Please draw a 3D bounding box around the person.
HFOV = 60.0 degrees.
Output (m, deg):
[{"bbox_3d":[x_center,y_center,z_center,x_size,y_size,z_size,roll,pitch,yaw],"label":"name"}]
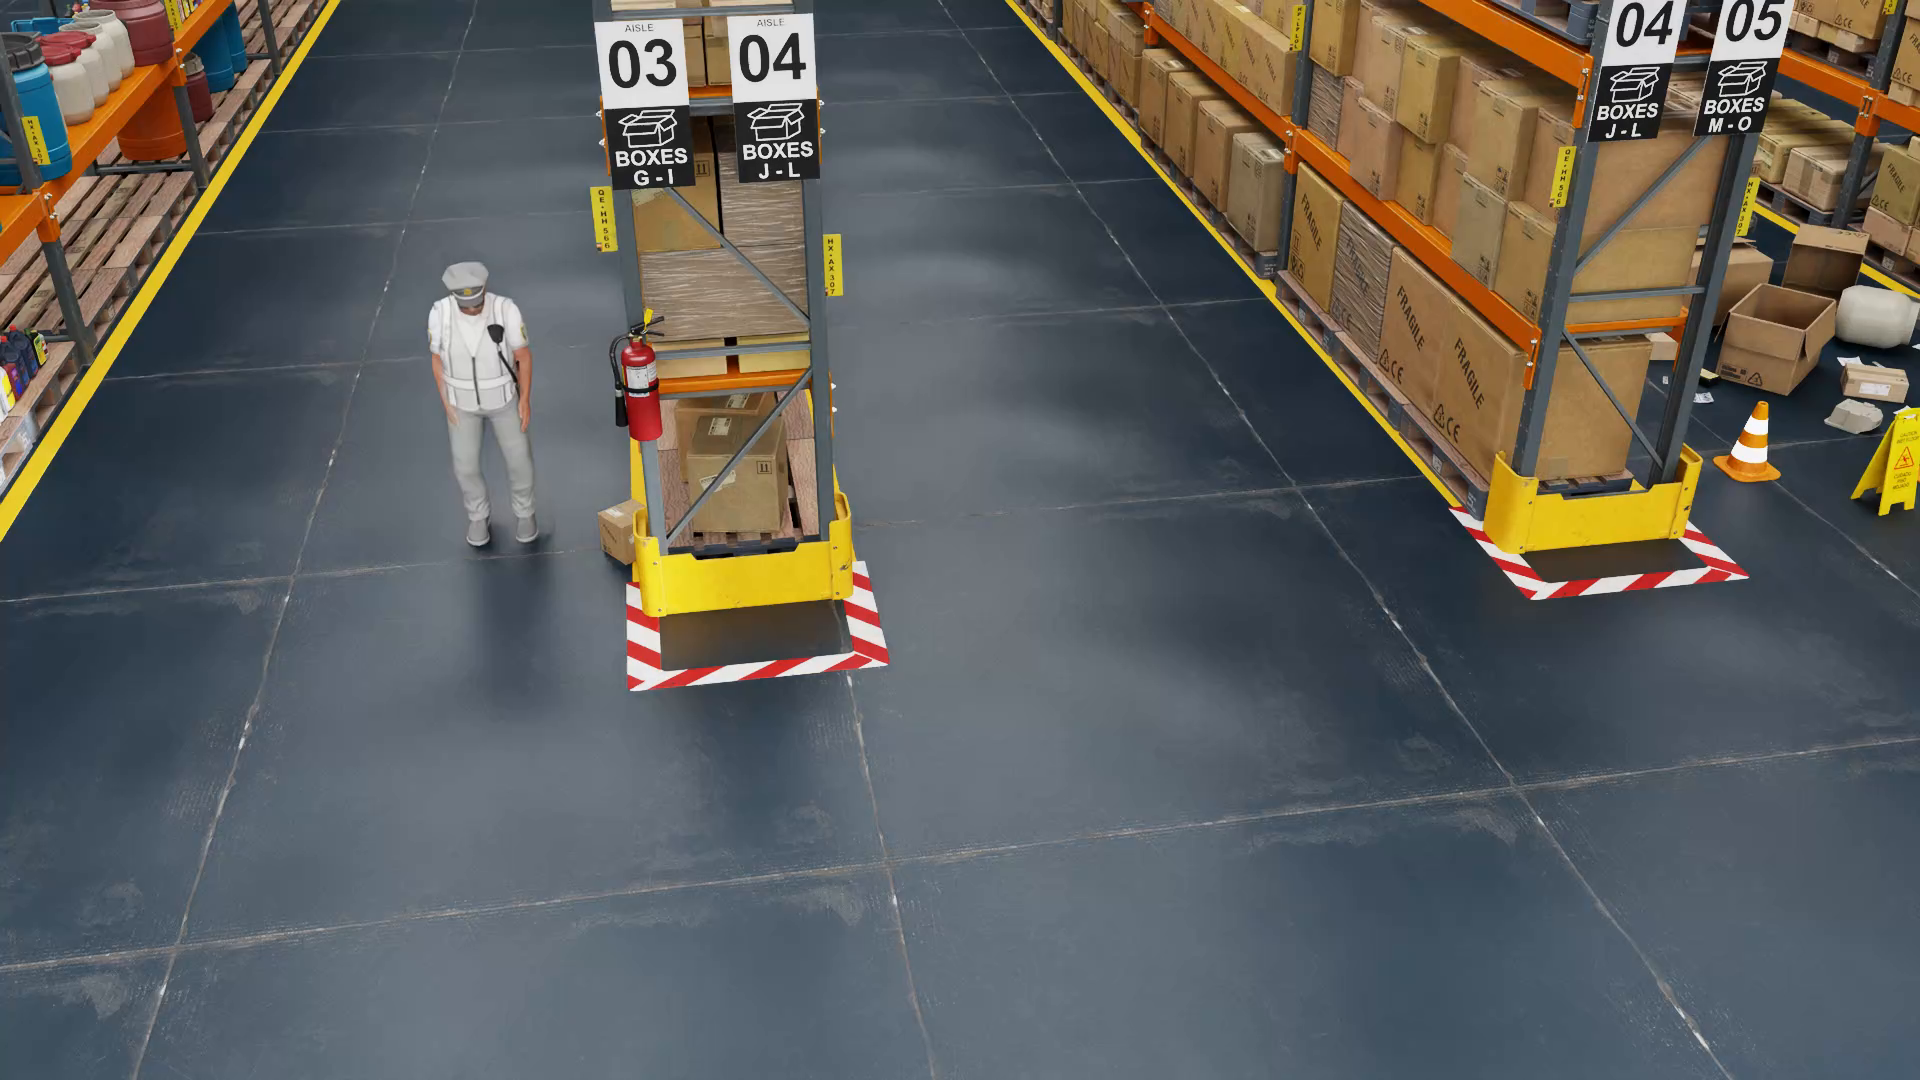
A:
[{"bbox_3d":[-2.702,-0.790,9.527,0.553,1.710,0.475,-5,31,-8],"label":"person"}]
